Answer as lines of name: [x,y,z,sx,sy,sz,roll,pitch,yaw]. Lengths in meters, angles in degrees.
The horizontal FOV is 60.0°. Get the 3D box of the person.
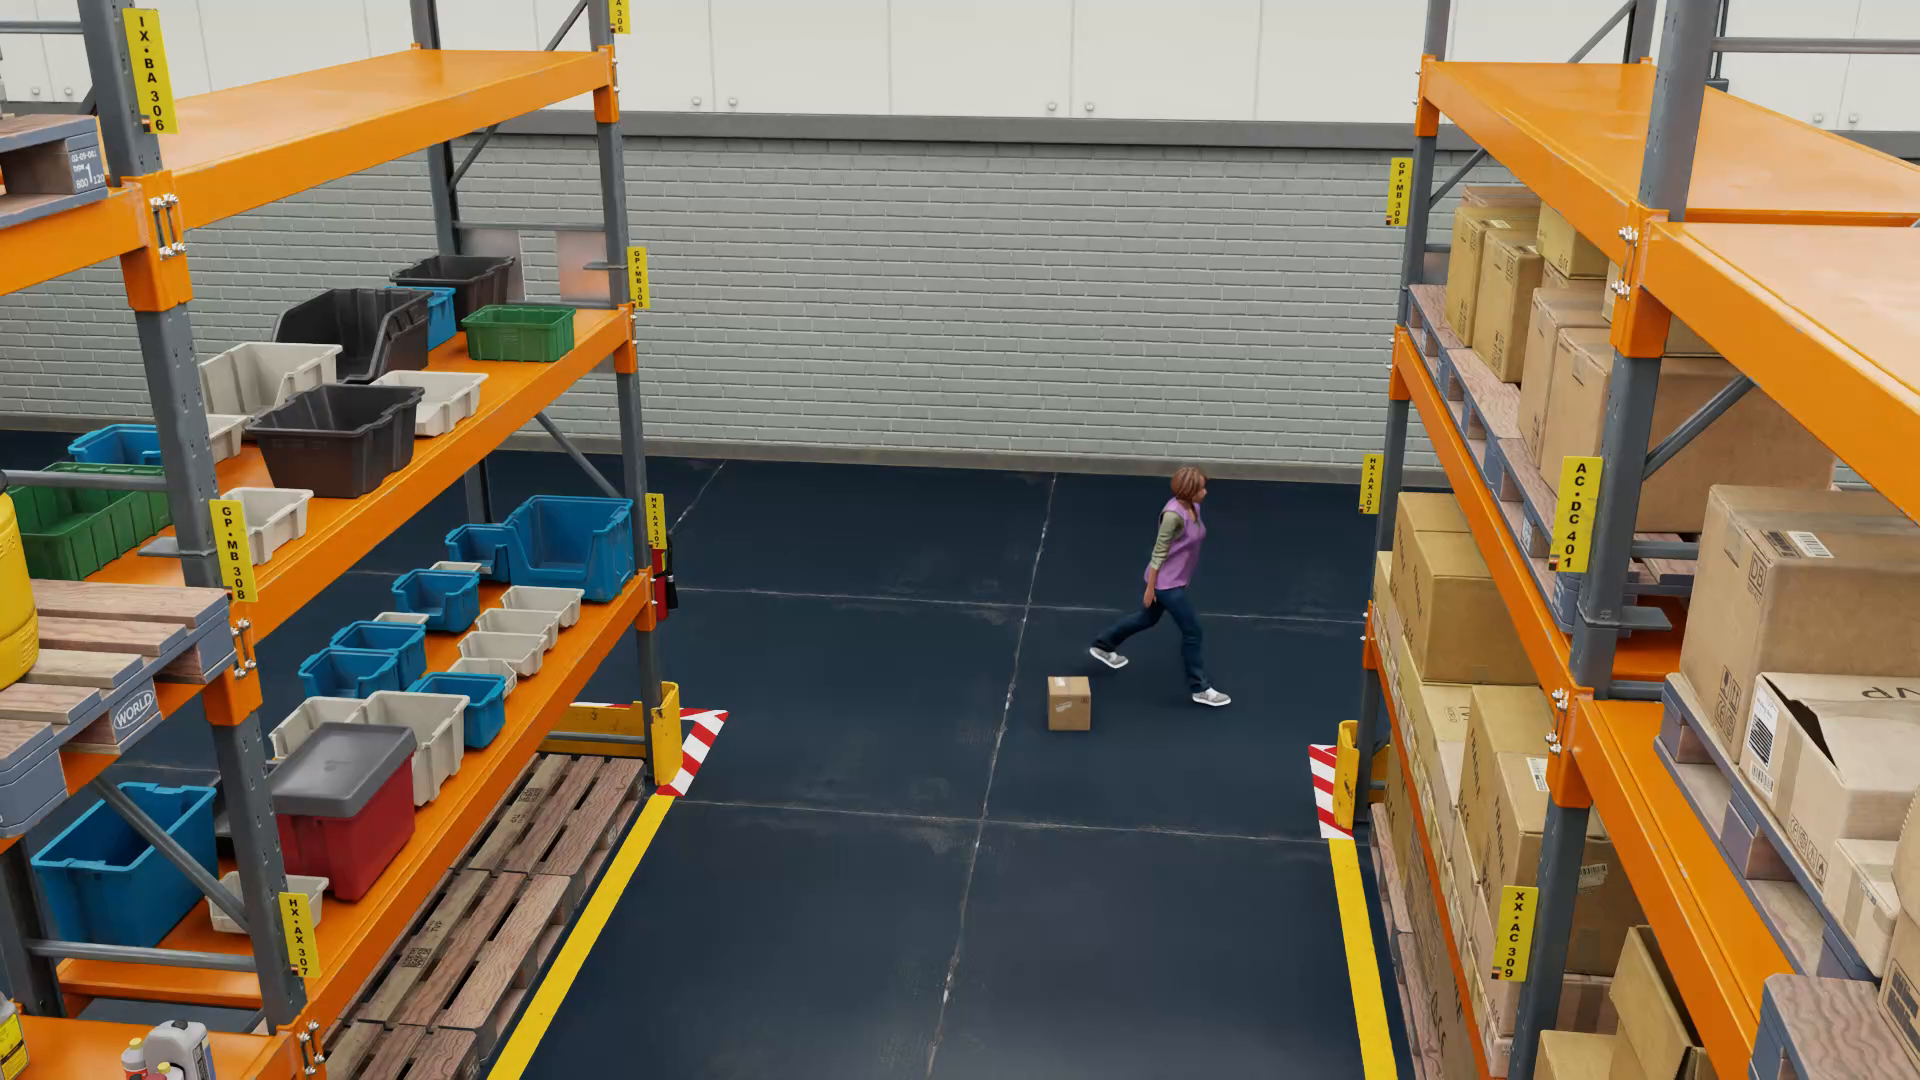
person: [1.302,0.236,10.543,1.006,1.531,0.420,9,23,21]
